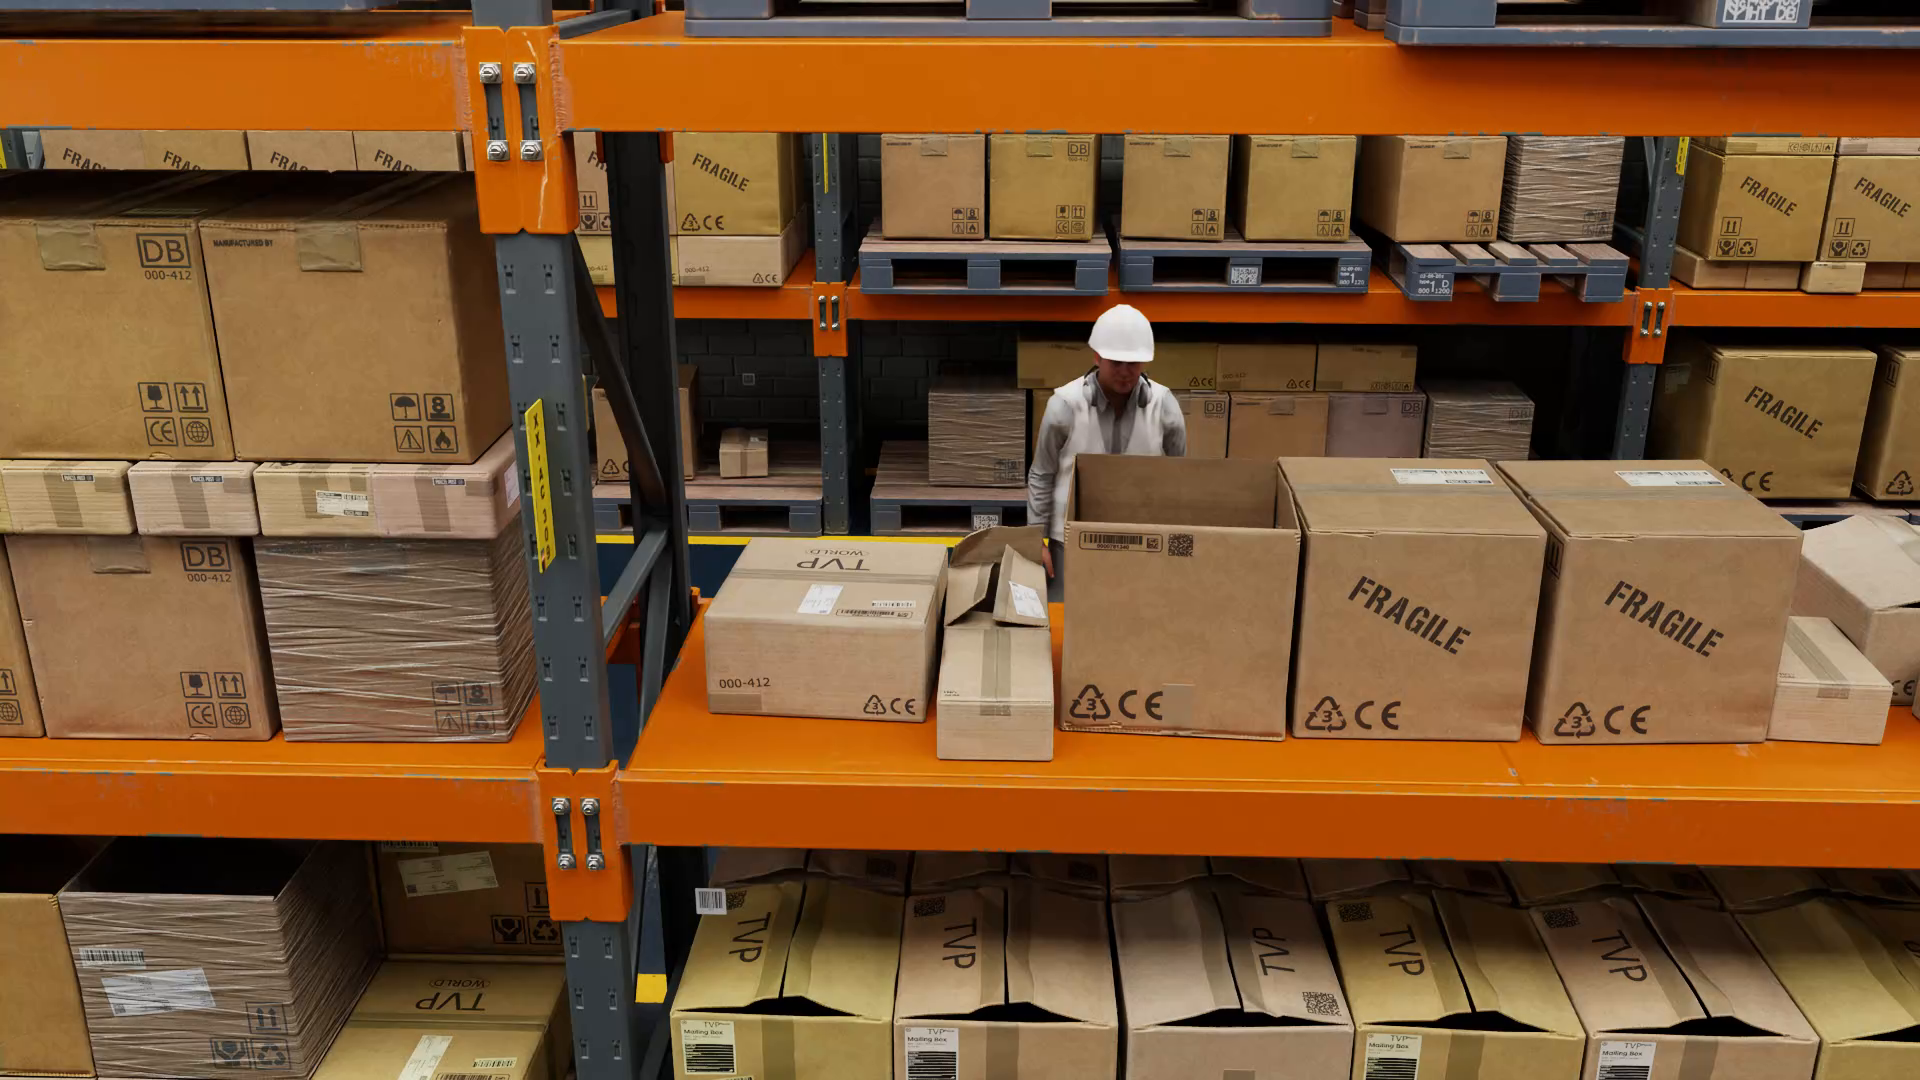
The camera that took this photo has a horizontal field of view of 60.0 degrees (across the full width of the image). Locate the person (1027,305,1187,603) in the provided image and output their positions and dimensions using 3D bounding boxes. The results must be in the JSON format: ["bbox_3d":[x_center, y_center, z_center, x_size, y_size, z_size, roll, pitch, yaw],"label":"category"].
[{"bbox_3d":[0.530,0.016,6.002,0.580,1.769,0.476,0,21,-1],"label":"person"}]
